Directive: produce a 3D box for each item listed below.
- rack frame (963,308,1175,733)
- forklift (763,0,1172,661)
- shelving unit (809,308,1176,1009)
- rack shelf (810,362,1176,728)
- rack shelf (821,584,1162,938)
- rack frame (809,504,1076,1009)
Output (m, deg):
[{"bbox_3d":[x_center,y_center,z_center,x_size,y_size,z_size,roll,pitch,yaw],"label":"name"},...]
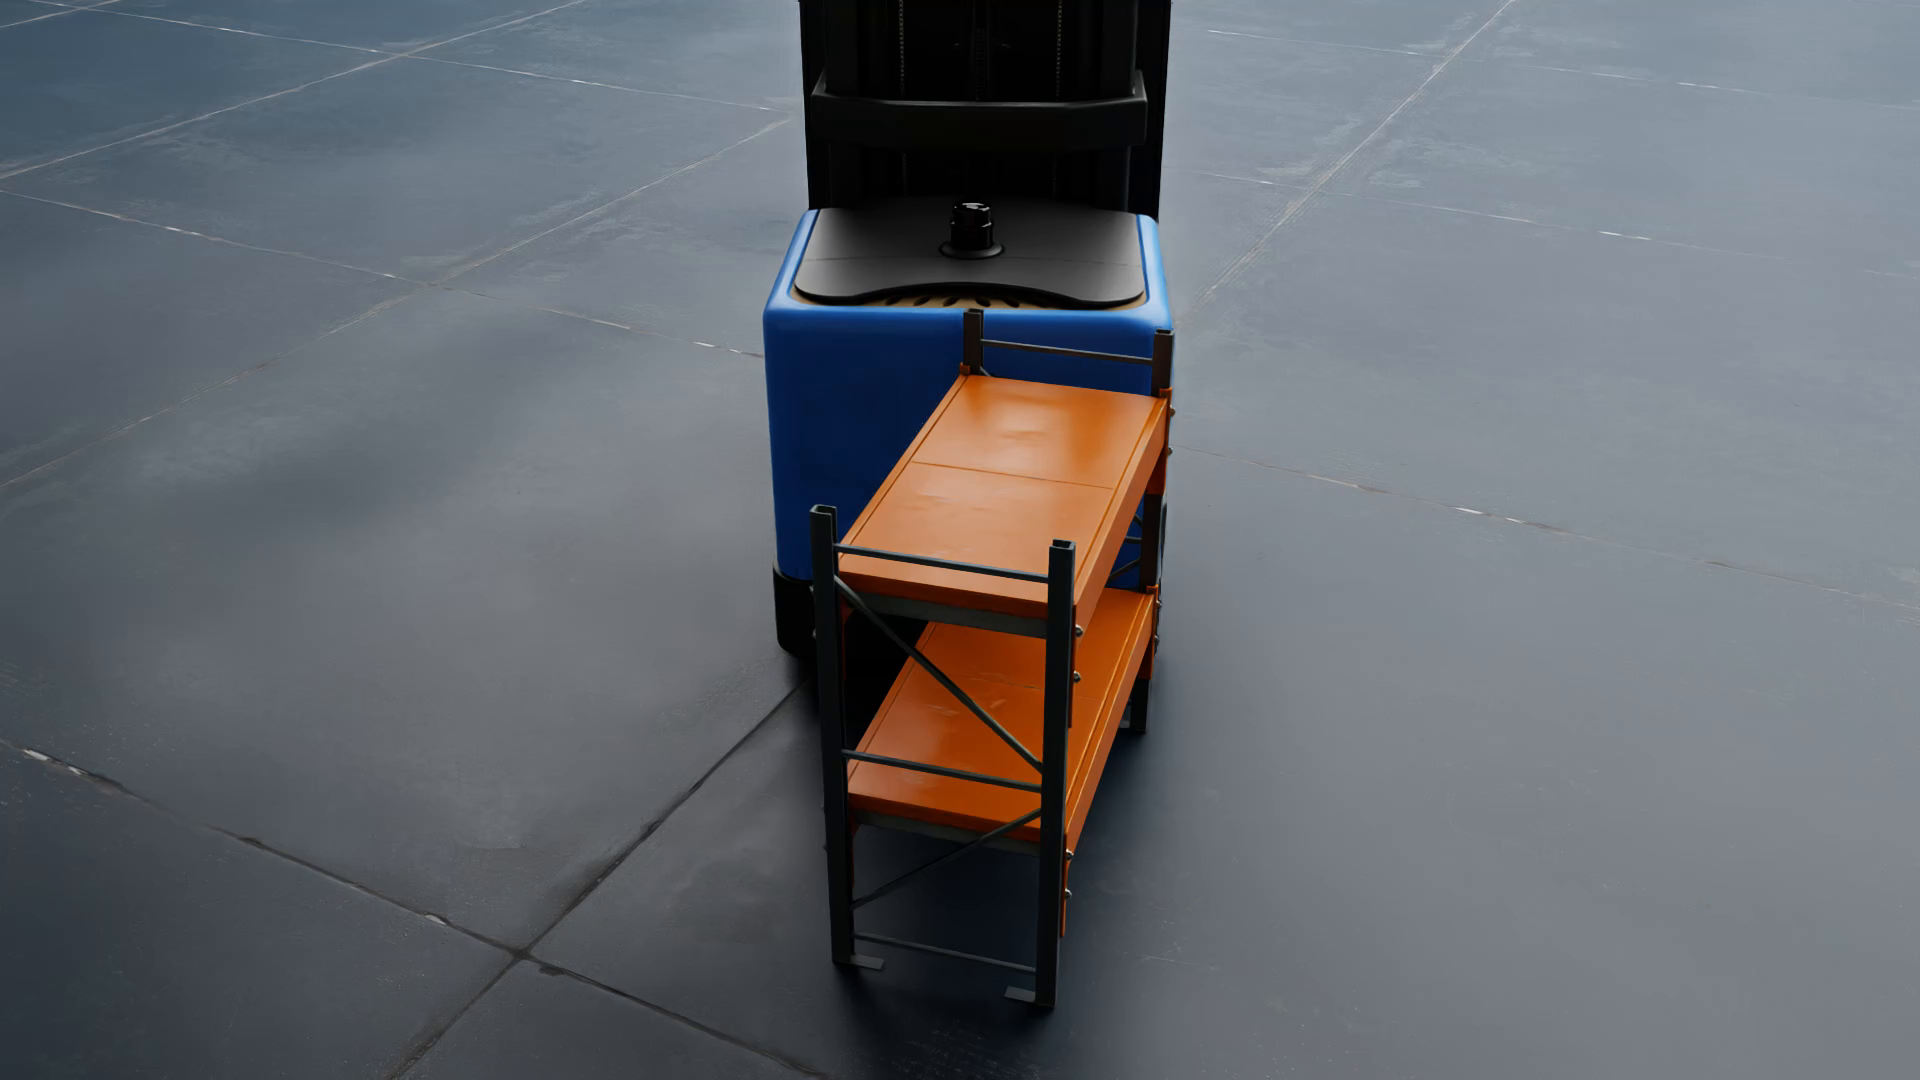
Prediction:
[{"bbox_3d":[0.251,-0.023,4.160,0.500,1.125,0.032,8,31,14],"label":"rack frame"},{"bbox_3d":[0.086,-1.628,5.142,1.130,2.935,3.031,1,30,2],"label":"forklift"},{"bbox_3d":[0.108,0.220,3.737,0.538,1.125,1.048,8,31,14],"label":"shelving unit"},{"bbox_3d":[0.108,-0.034,3.591,0.538,0.278,1.000,8,31,14],"label":"rack shelf"},{"bbox_3d":[0.108,0.432,3.859,0.538,0.278,1.000,8,31,14],"label":"rack shelf"},{"bbox_3d":[-0.036,0.463,3.314,0.500,1.125,0.032,8,31,14],"label":"rack frame"}]
